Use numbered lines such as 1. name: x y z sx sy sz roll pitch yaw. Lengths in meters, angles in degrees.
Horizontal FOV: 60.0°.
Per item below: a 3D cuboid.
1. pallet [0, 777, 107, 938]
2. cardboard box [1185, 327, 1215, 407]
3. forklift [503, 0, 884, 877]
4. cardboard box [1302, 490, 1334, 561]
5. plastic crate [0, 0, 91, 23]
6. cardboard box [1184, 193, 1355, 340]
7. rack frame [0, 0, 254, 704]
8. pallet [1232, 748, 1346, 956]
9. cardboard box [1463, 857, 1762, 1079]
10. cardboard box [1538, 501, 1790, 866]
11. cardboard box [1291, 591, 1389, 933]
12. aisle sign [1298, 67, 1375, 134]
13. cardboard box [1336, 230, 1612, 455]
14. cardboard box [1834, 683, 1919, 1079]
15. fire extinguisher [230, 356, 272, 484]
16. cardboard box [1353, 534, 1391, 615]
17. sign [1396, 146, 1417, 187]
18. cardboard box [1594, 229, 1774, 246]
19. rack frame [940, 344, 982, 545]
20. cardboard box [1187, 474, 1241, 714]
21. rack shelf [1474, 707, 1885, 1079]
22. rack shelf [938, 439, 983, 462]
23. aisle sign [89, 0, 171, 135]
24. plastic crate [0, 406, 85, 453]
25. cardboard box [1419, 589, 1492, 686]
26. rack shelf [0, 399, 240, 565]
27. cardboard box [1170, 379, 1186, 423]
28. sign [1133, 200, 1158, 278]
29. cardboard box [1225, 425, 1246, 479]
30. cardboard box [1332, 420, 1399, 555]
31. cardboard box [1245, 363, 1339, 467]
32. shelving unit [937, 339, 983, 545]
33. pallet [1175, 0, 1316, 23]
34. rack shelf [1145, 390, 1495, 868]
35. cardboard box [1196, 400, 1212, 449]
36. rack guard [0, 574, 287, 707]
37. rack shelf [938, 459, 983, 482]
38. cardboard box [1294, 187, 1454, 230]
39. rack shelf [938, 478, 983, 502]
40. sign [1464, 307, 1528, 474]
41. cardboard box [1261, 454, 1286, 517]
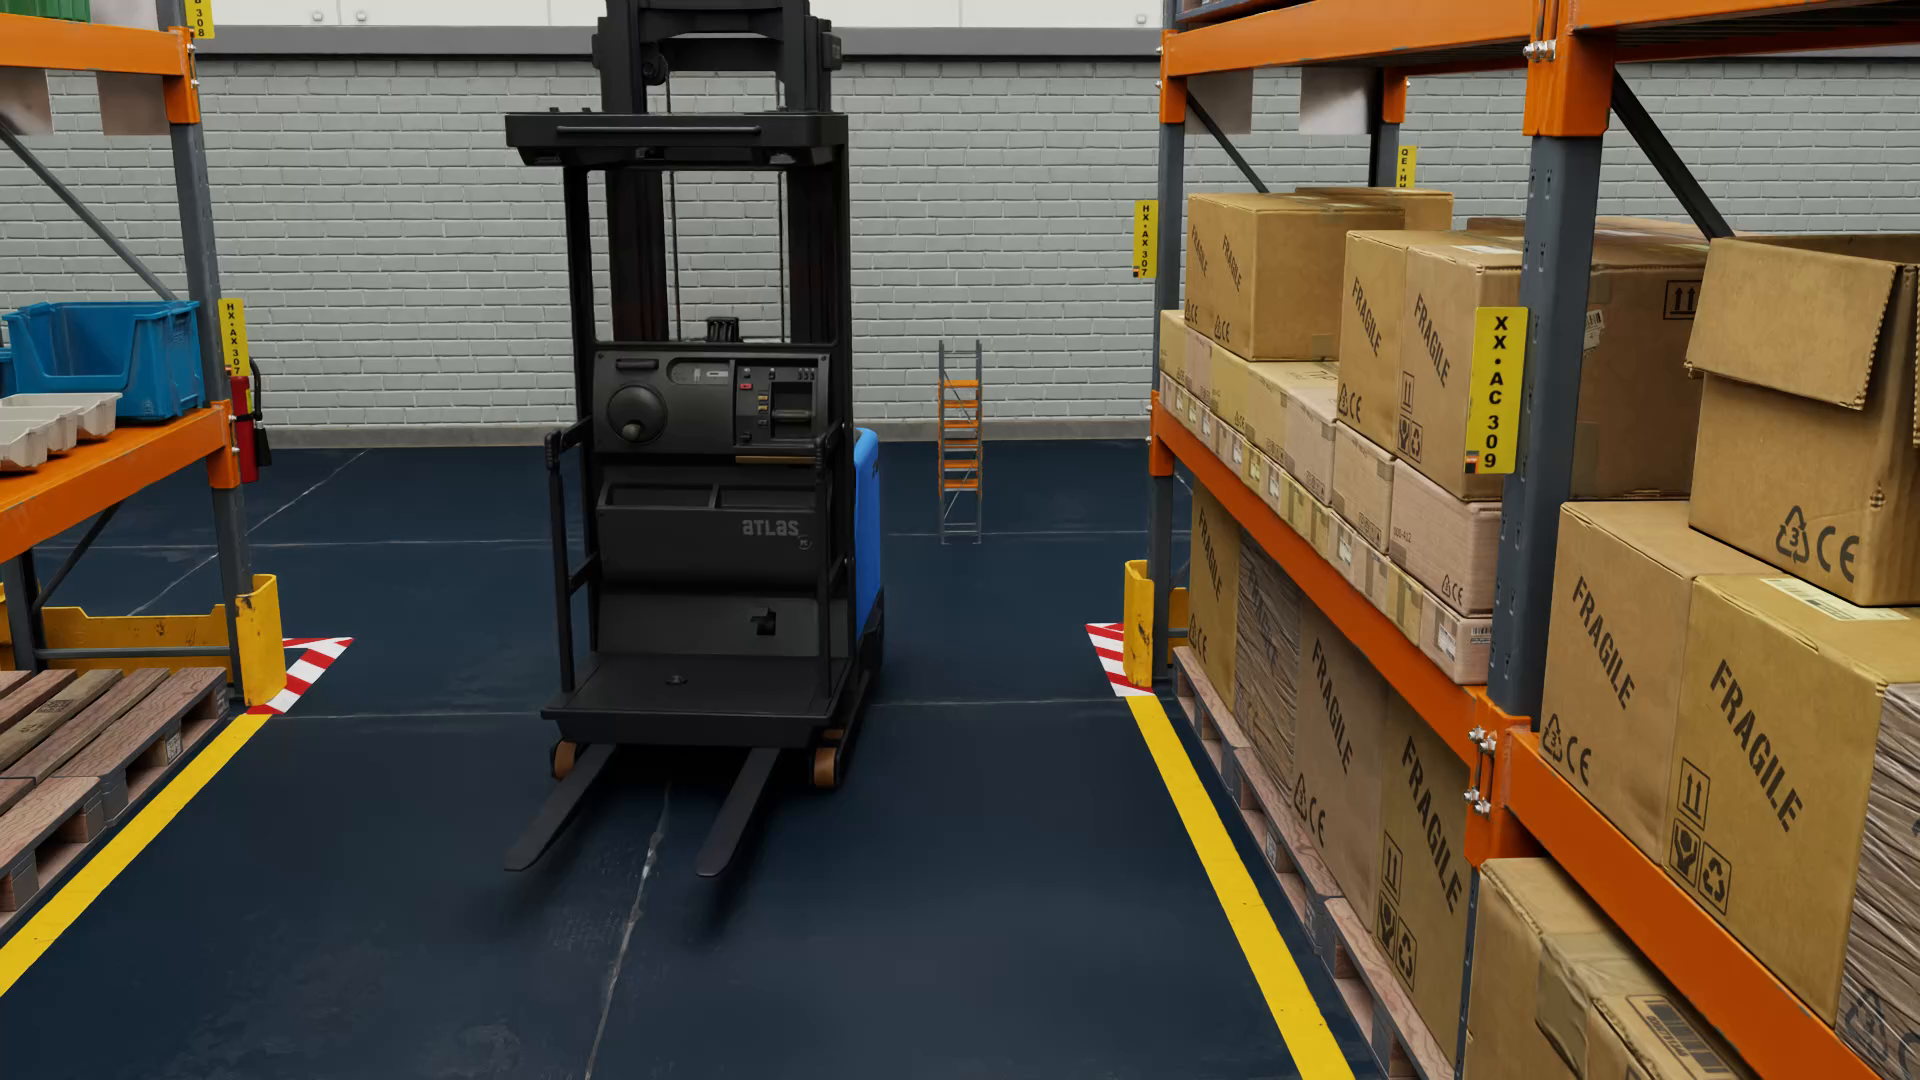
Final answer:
1. pallet: -3.511 1.100 5.328 1.003 0.211 1.213 -1 14 -3
2. cardboard box: 1.147 -0.654 6.253 0.500 0.250 0.500 -1 14 -4
3. forklift: -0.984 -0.553 6.293 1.130 2.935 3.031 1 14 4
4. cardboard box: 1.185 -0.046 4.688 0.380 0.149 0.250 -1 14 -2
5. plastic crate: -3.250 -1.868 5.673 0.450 0.188 0.336 -1 14 -3
6. cardboard box: 1.139 -1.022 6.178 0.500 0.500 0.500 -1 14 -5
7. rack frame: -3.596 -0.759 6.956 1.000 3.000 0.127 -1 14 -3
8. pallet: 1.548 1.015 5.656 1.003 0.211 1.213 -1 14 -3
9. cardboard box: 1.655 1.144 2.982 1.225 0.875 0.875 -1 14 -3
10. cardboard box: 1.374 0.229 2.915 0.500 0.500 0.500 -1 14 -3
11. cardboard box: 1.579 0.596 5.112 0.875 0.875 0.875 -1 14 -3
12. aisle sign: 1.643 -2.117 7.017 0.394 0.787 0.004 -1 14 -3
13. cardboard box: 1.273 -0.510 4.188 0.500 0.500 0.500 -1 14 -3
14. cardboard box: 1.437 0.479 1.945 0.500 0.500 0.500 -1 14 -5
15. fire extinguisher: -3.152 -0.585 7.186 0.296 0.674 0.183 -1 14 -3
16. cardboard box: 1.218 0.082 4.191 0.380 0.149 0.250 -1 14 -4
17. sign: 1.890 -1.516 7.099 0.100 0.325 0.005 -1 14 -3
18. cardboard box: 1.798 -0.521 4.230 0.500 0.500 0.500 -1 14 -3
19. rack frame: 0.007 -0.555 9.774 0.240 1.200 0.006 -1 14 -3
20. cardboard box: 1.467 0.148 6.852 0.875 0.875 0.875 -1 14 -3
21. rack shelf: 1.719 1.005 1.544 1.077 0.370 4.000 -1 14 -3
22. rack shelf: 0.001 -0.534 9.874 0.258 0.103 0.180 -1 14 -3
23. aisle sign: -3.308 -2.040 6.720 0.394 0.787 0.004 -1 14 -3
24. plastic crate: -3.361 -0.388 5.923 0.396 0.136 0.243 -1 14 -3
25. cardboard box: 1.250 0.210 3.694 0.380 0.149 0.250 -1 14 -3
26. rack shelf: -3.472 0.087 5.113 1.077 0.370 4.000 -1 14 -3
27. cardboard box: 1.058 -0.557 6.674 0.380 0.149 0.250 -1 14 -4
28. sign: 0.793 -1.286 7.108 0.100 0.325 0.005 -1 14 -3
29. cardboard box: 1.122 -0.301 5.679 0.380 0.149 0.250 -1 14 -4
30. cardboard box: 1.272 -0.146 4.280 0.500 0.250 0.500 0 14 -2
31. cardboard box: 1.212 -0.399 5.263 0.500 0.250 0.500 -1 14 -5
32. shelving unit: 0.001 -0.577 9.863 0.258 1.200 0.189 -1 14 -3
33. pallet: 1.404 -2.061 6.174 1.003 0.211 1.213 -1 14 -3
34. rack shelf: 1.472 0.010 5.410 1.077 0.370 4.000 -1 14 -3
35. cardboard box: 1.091 -0.428 6.175 0.380 0.149 0.250 -1 14 -4
36. rack guard: -3.610 0.446 7.290 1.175 0.500 0.348 -1 14 -3
37. rack shelf: 0.001 -0.418 9.904 0.258 0.103 0.180 -1 14 -3
38. cardboard box: 1.640 -1.153 6.687 0.500 0.500 0.500 -1 14 -3
39. rack shelf: 0.001 -0.302 9.934 0.258 0.103 0.180 -1 14 -3
40. sign: 1.042 -0.289 3.235 0.100 0.325 0.005 -1 14 -3
41. cardboard box: 1.155 -0.173 5.182 0.380 0.149 0.250 -1 14 -3
